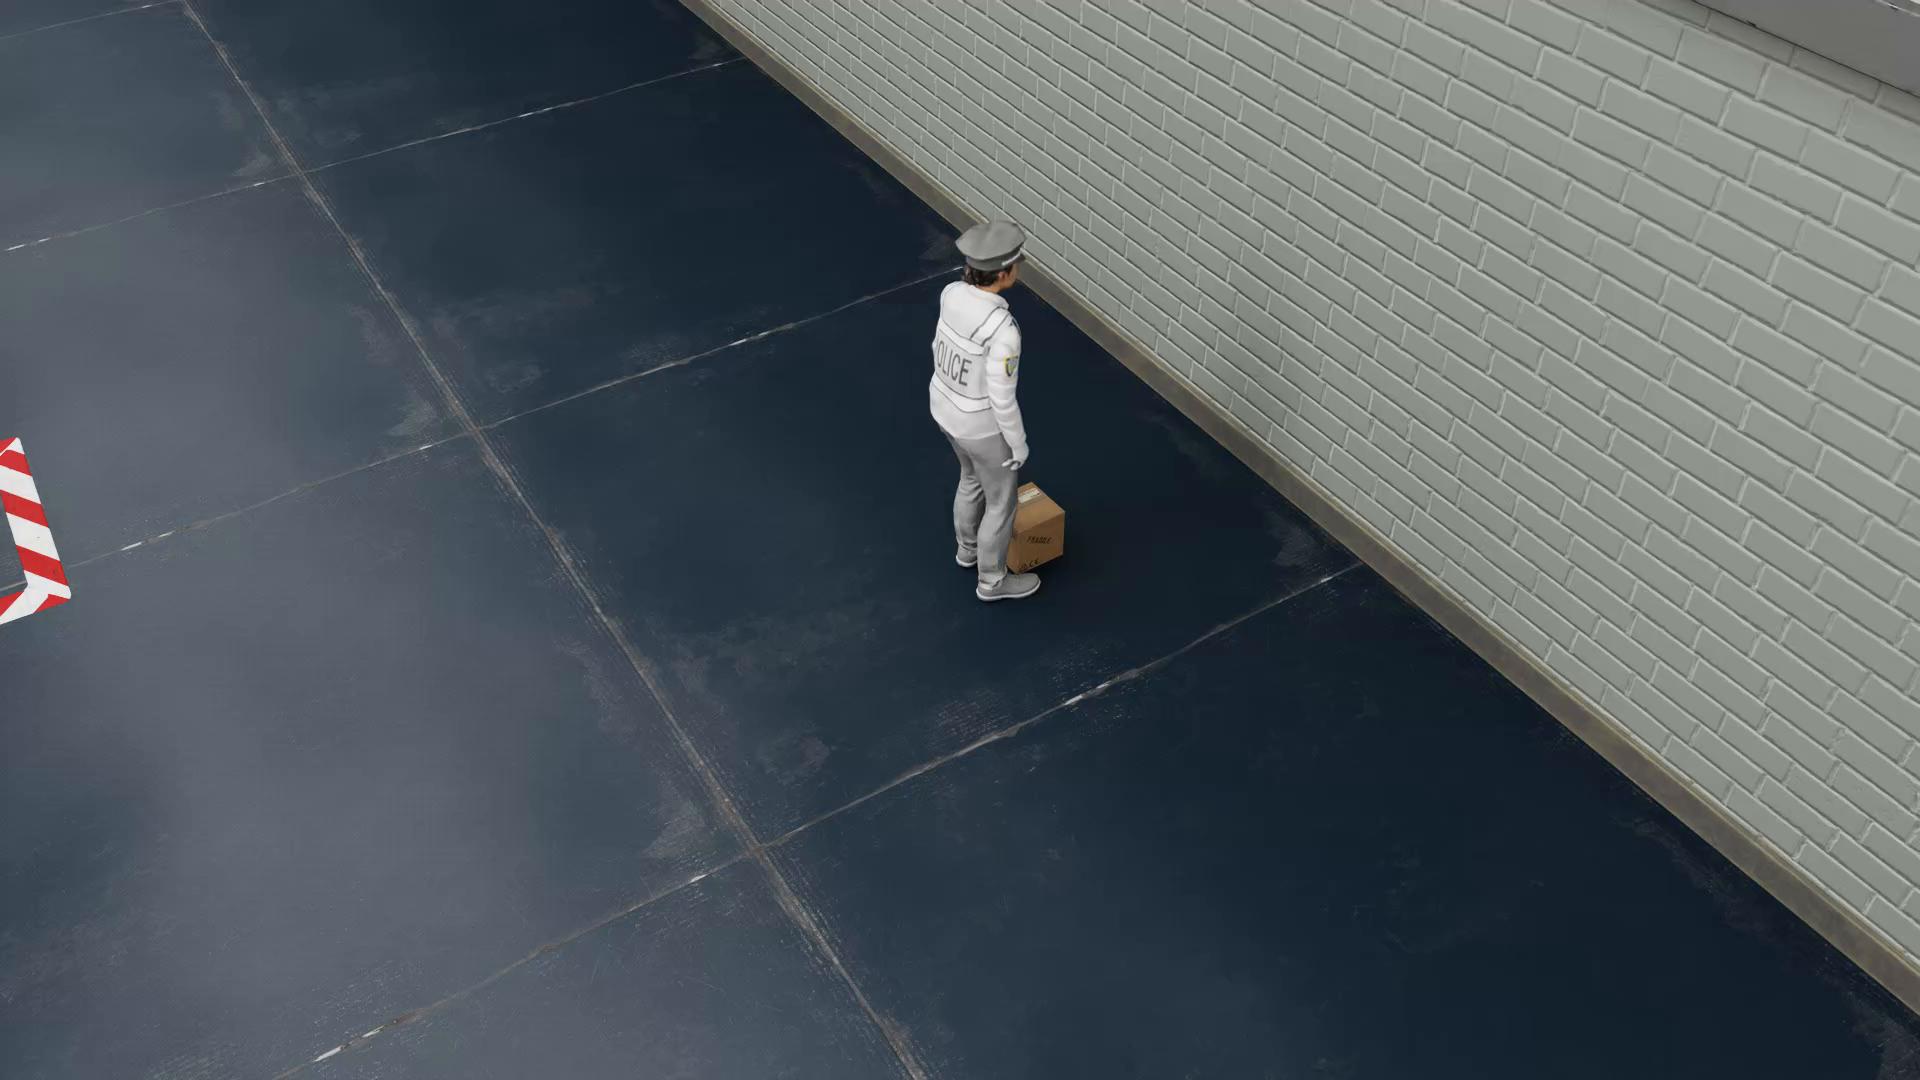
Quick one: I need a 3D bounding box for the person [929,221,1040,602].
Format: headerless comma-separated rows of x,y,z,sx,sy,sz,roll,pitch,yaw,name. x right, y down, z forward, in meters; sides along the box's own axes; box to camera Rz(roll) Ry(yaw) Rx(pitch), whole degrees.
0.101,-0.498,6.728,0.405,1.663,0.530,-22,46,-24,person
